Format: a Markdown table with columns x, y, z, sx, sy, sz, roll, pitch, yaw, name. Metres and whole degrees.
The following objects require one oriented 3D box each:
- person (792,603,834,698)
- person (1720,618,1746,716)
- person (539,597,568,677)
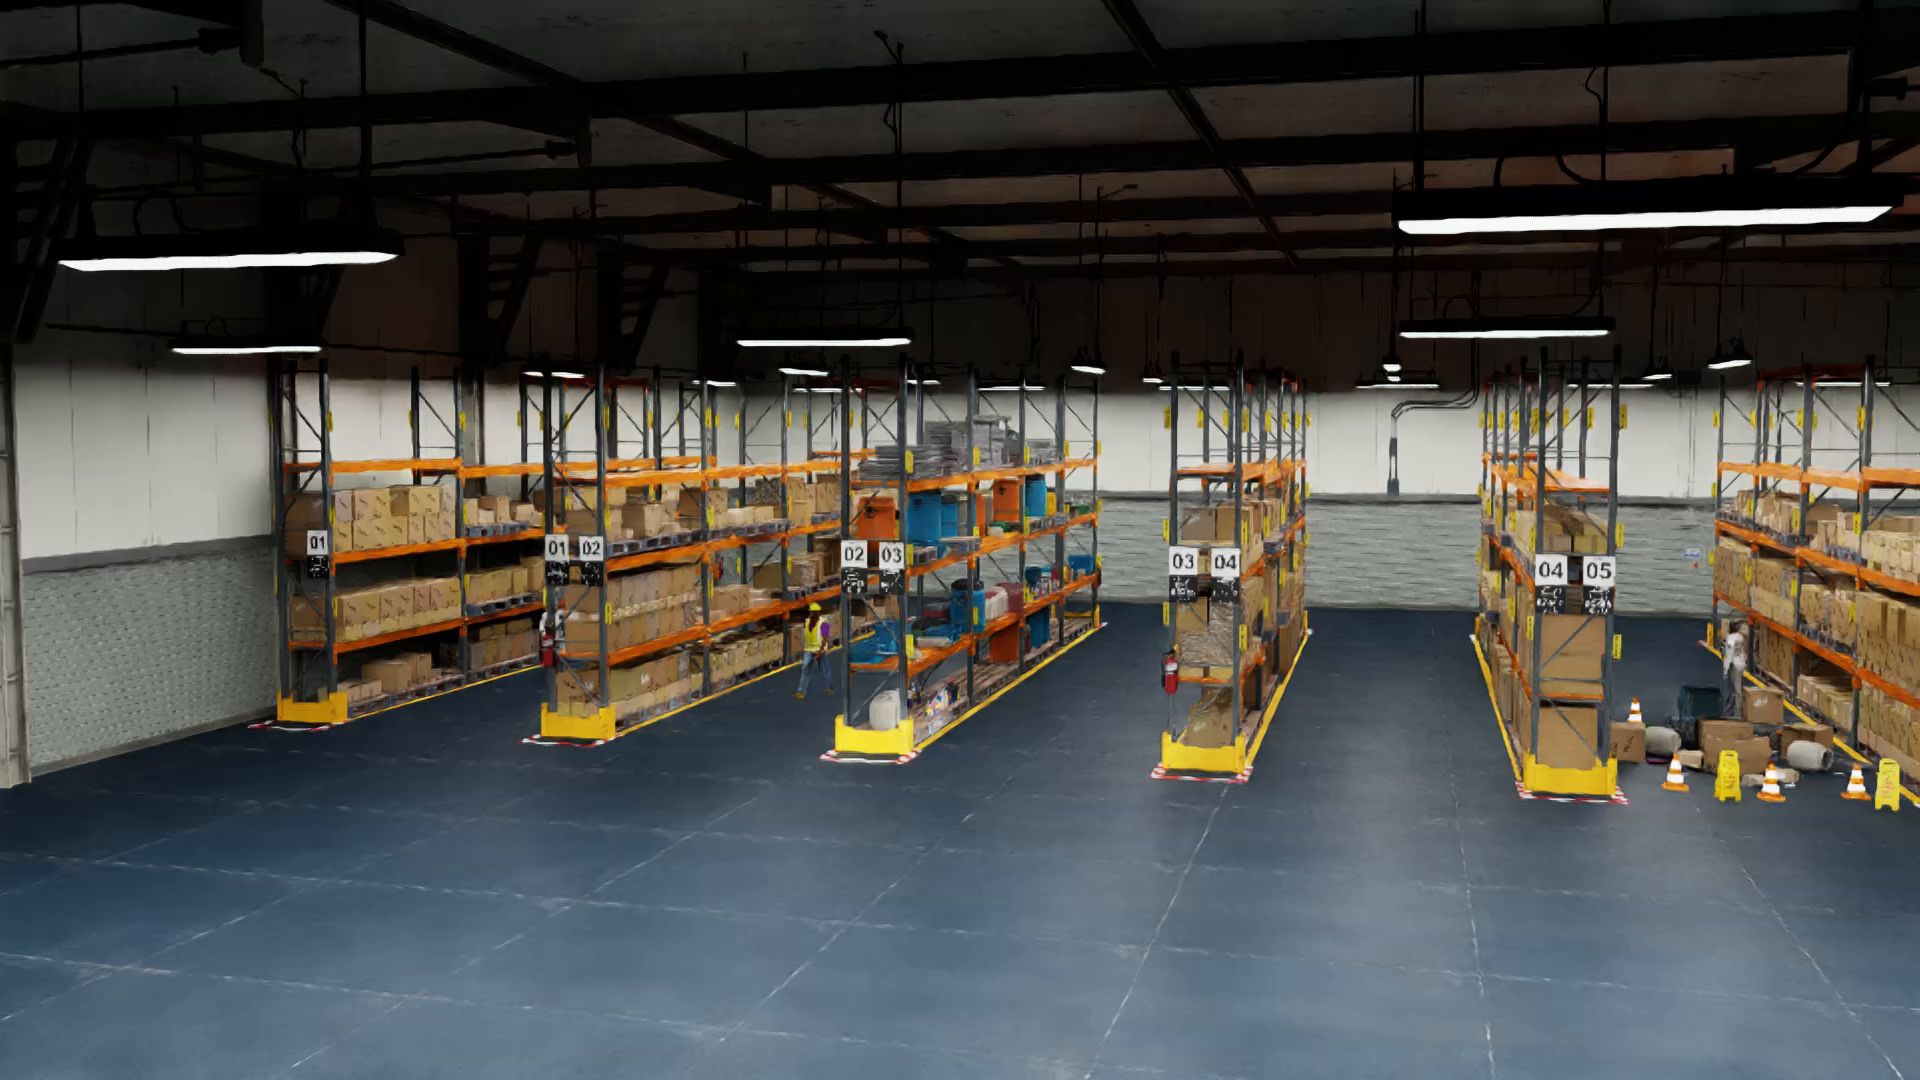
| x | y | z | sx | sy | sz | roll | pitch | yaw | name |
| --- | --- | --- | --- | --- | --- | --- | --- | --- | --- |
| -2.610 | 1.982 | 30.024 | 0.569 | 1.708 | 1.042 | 2 | 4 | 23 | person |
| 12.959 | 2.148 | 27.919 | 0.550 | 1.666 | 0.579 | 4 | 5 | 41 | person |
| -7.782 | 1.881 | 32.105 | 0.638 | 1.607 | 0.797 | 0 | 4 | -2 | person |
